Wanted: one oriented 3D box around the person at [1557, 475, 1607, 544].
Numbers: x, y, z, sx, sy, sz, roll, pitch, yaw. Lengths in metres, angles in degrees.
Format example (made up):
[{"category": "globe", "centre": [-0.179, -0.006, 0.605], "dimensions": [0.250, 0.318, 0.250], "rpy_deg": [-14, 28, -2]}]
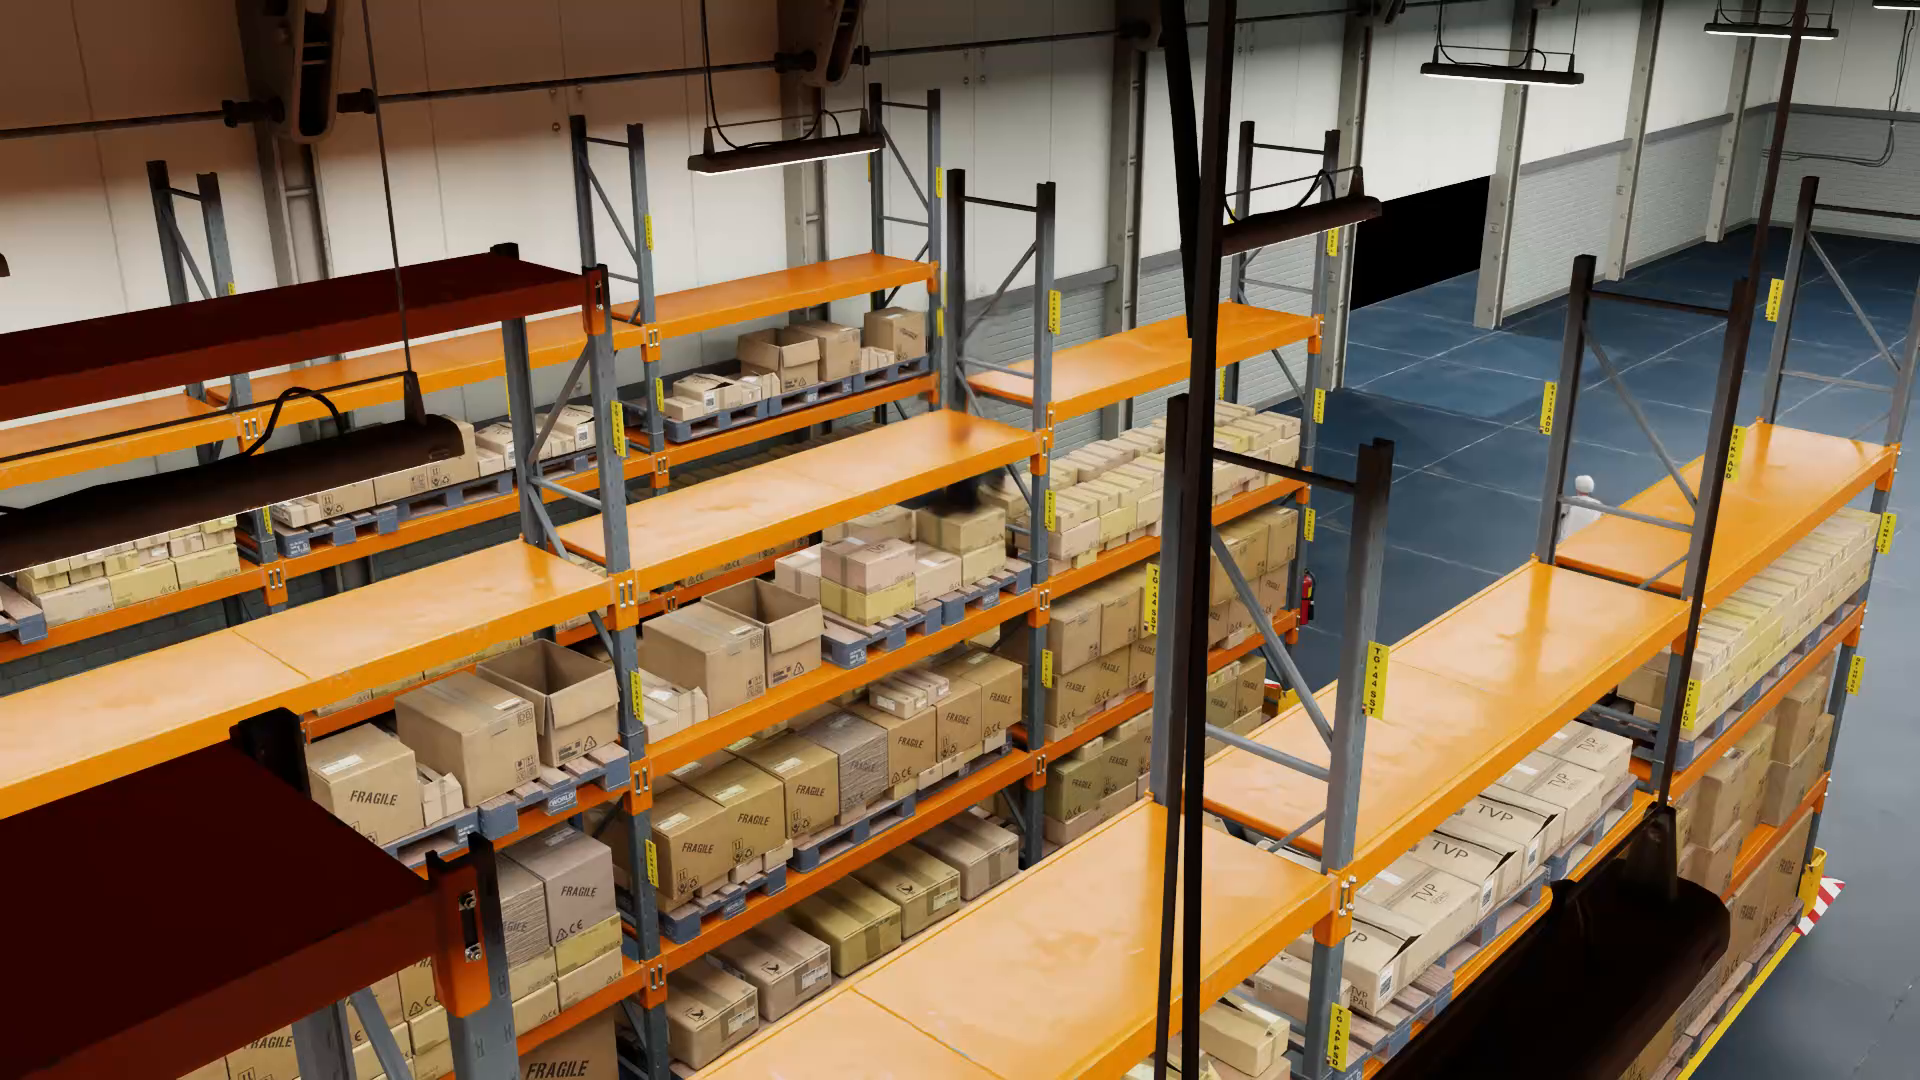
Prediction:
[{"category": "person", "centre": [7.140, 0.067, 19.407], "dimensions": [0.704, 1.726, 0.726], "rpy_deg": [3, 21, 7]}]
